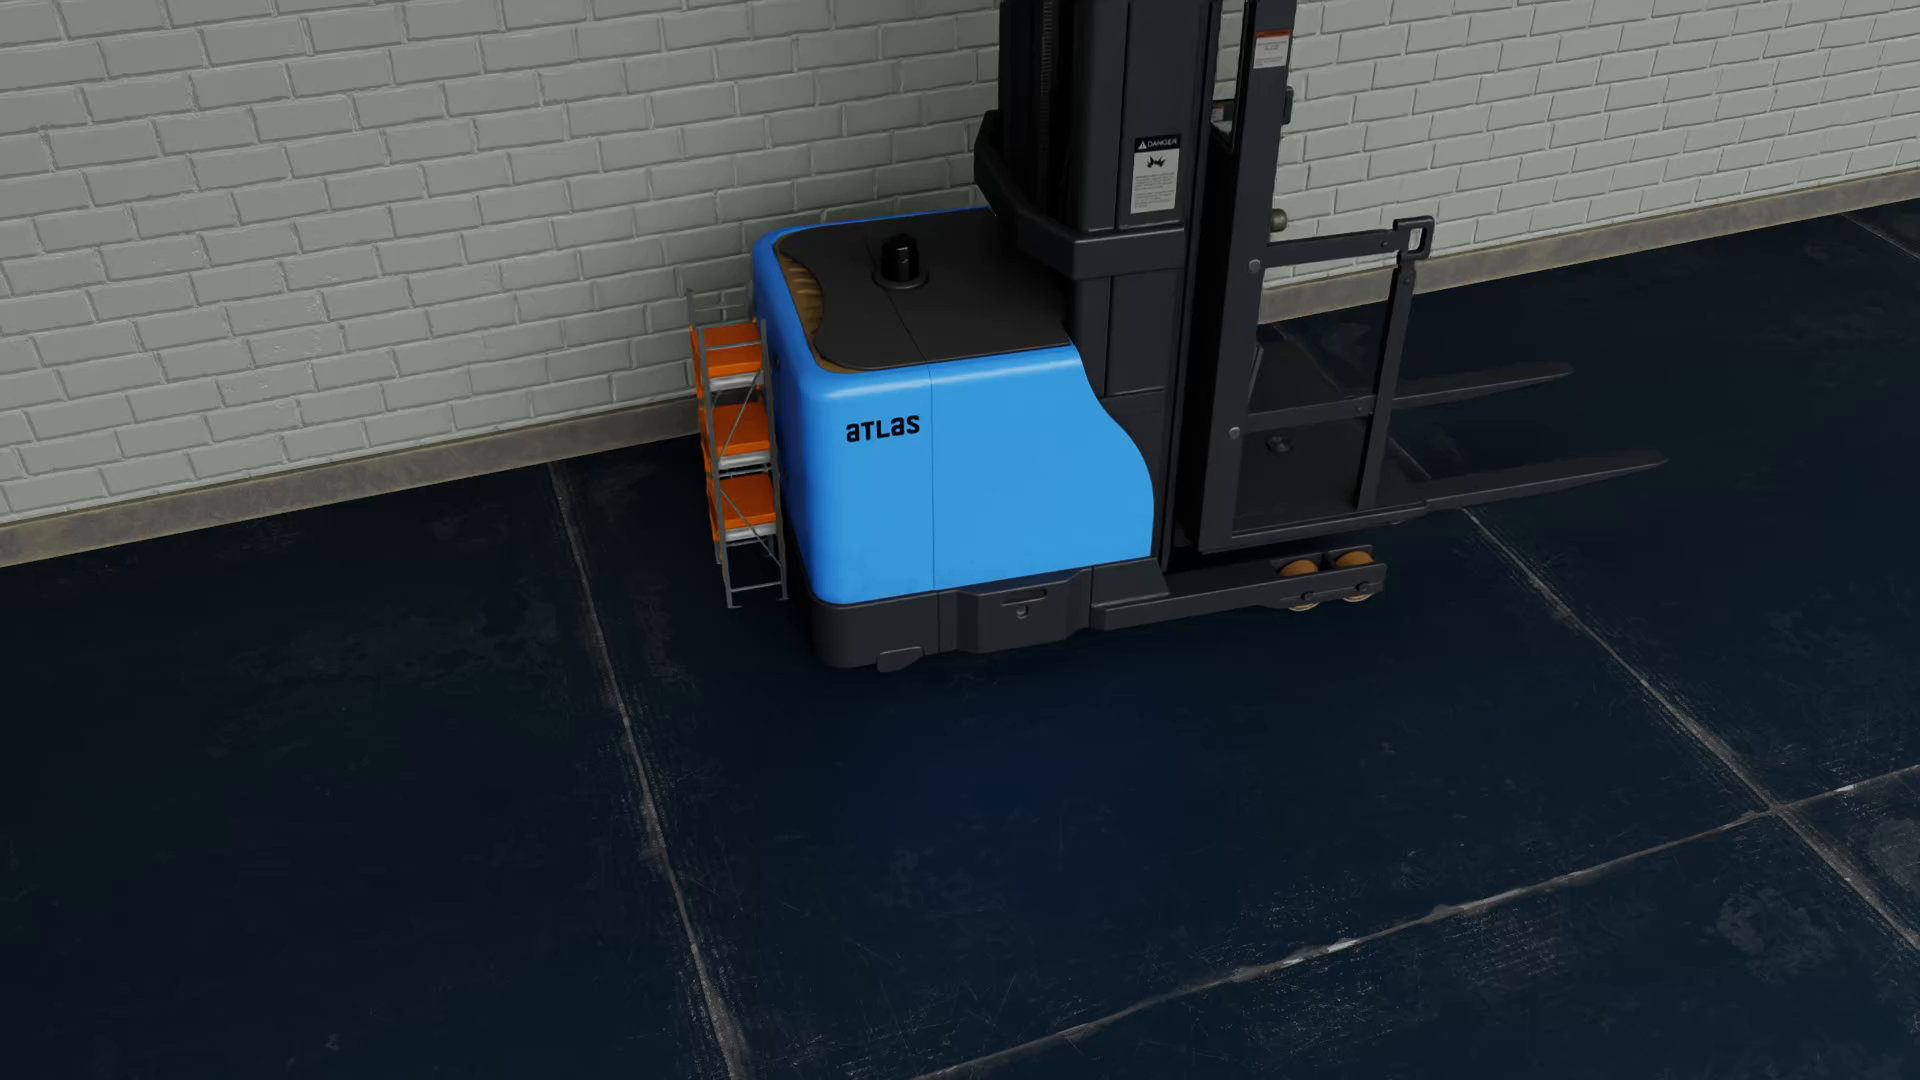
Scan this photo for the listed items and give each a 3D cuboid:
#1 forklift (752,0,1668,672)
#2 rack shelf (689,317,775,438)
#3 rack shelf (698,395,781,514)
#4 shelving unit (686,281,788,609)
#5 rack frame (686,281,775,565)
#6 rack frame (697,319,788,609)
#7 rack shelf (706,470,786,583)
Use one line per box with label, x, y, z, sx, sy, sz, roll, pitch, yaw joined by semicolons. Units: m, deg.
forklift;0.903;-1.238;4.957;3.031;2.935;1.130;-9;38;-11
rack shelf;-0.697;-0.499;5.085;0.215;0.259;0.240;-9;38;-12
rack shelf;-0.697;-0.272;5.256;0.215;0.259;0.240;-9;38;-12
shelving unit;-0.697;-0.280;5.250;0.215;1.050;0.252;-9;38;-12
rack frame;-0.730;-0.351;5.344;0.200;1.050;0.008;-9;38;-12
rack frame;-0.665;-0.210;5.156;0.200;1.050;0.008;-9;38;-12
rack shelf;-0.697;-0.050;5.423;0.215;0.259;0.240;-9;38;-12
